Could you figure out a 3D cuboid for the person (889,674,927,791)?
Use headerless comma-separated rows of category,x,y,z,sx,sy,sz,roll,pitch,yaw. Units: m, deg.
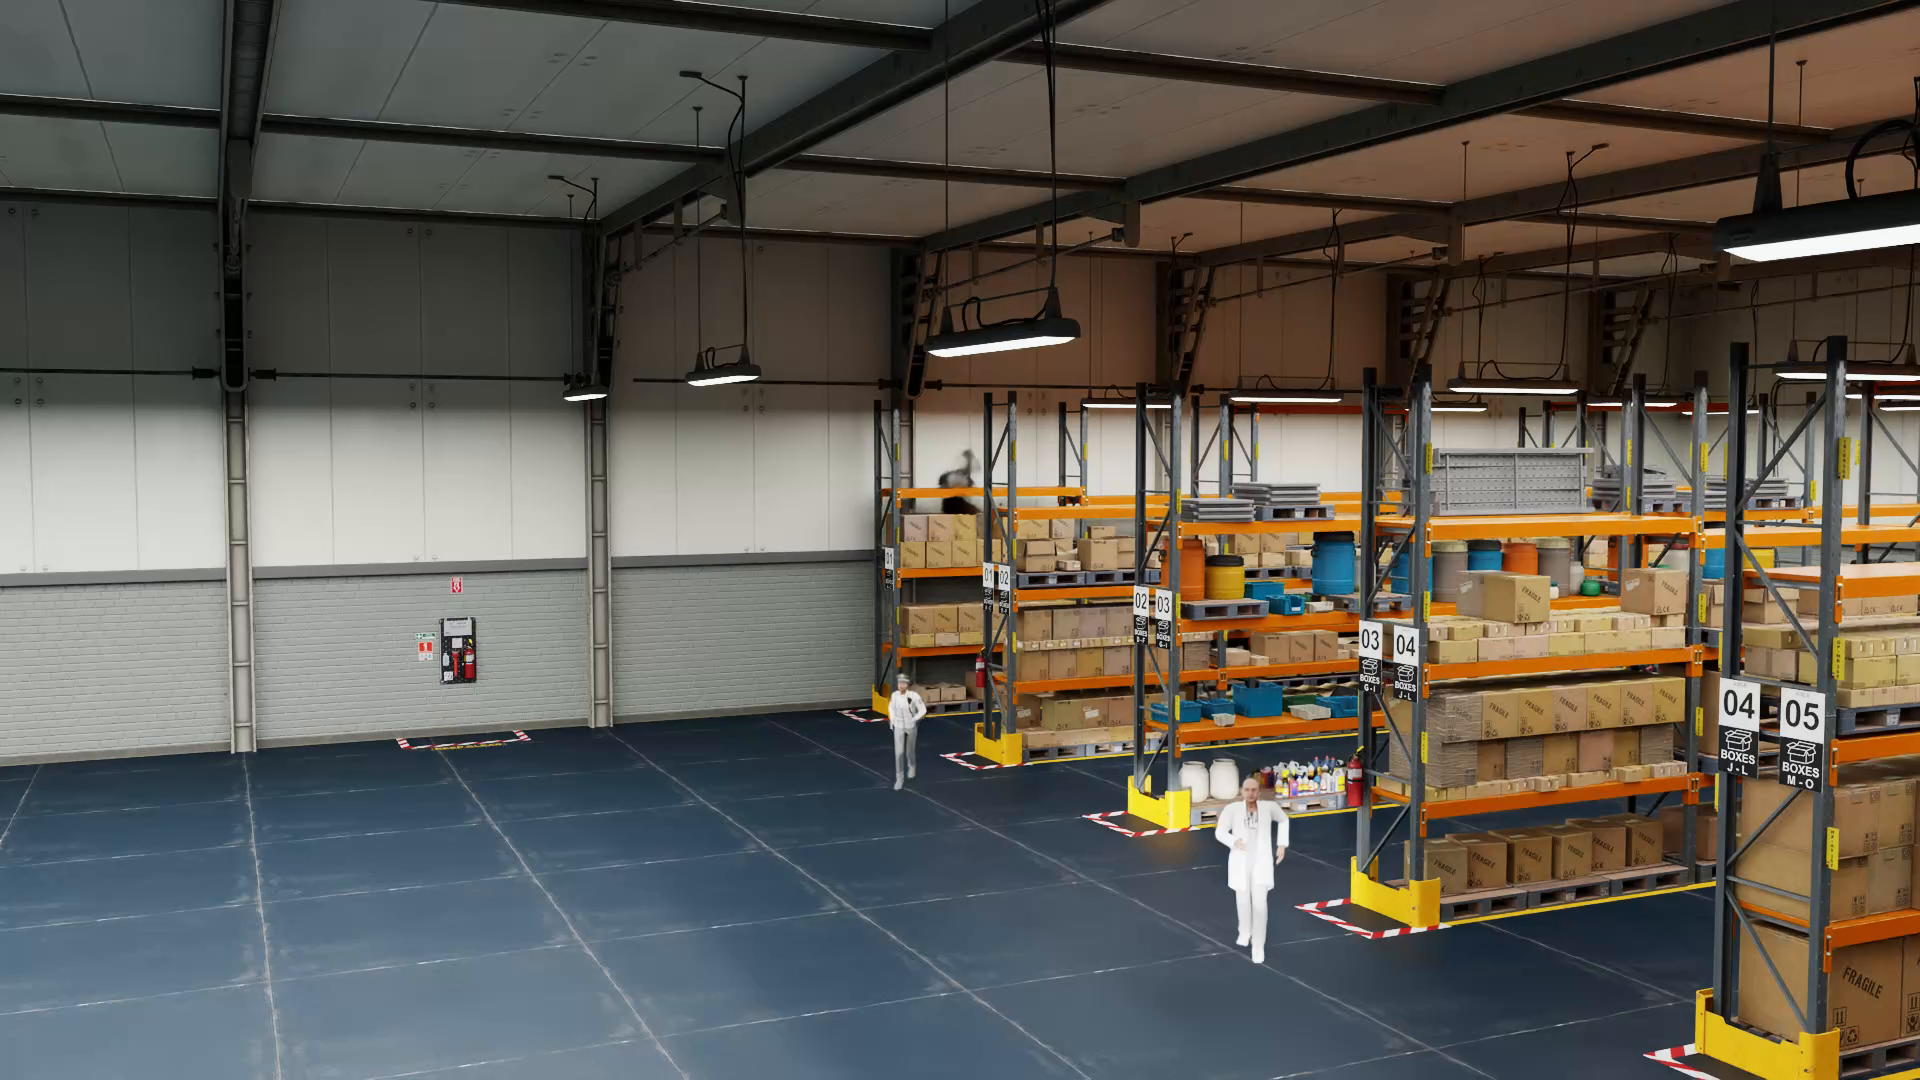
person,-0.795,2.856,25.086,0.614,1.718,0.824,1,3,9

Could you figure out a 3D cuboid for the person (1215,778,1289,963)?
person,2.937,3.311,16.748,0.718,1.852,0.833,1,3,13

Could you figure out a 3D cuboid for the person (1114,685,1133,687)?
person,3.086,2.482,30.493,0.750,1.812,0.635,-2,4,-36
